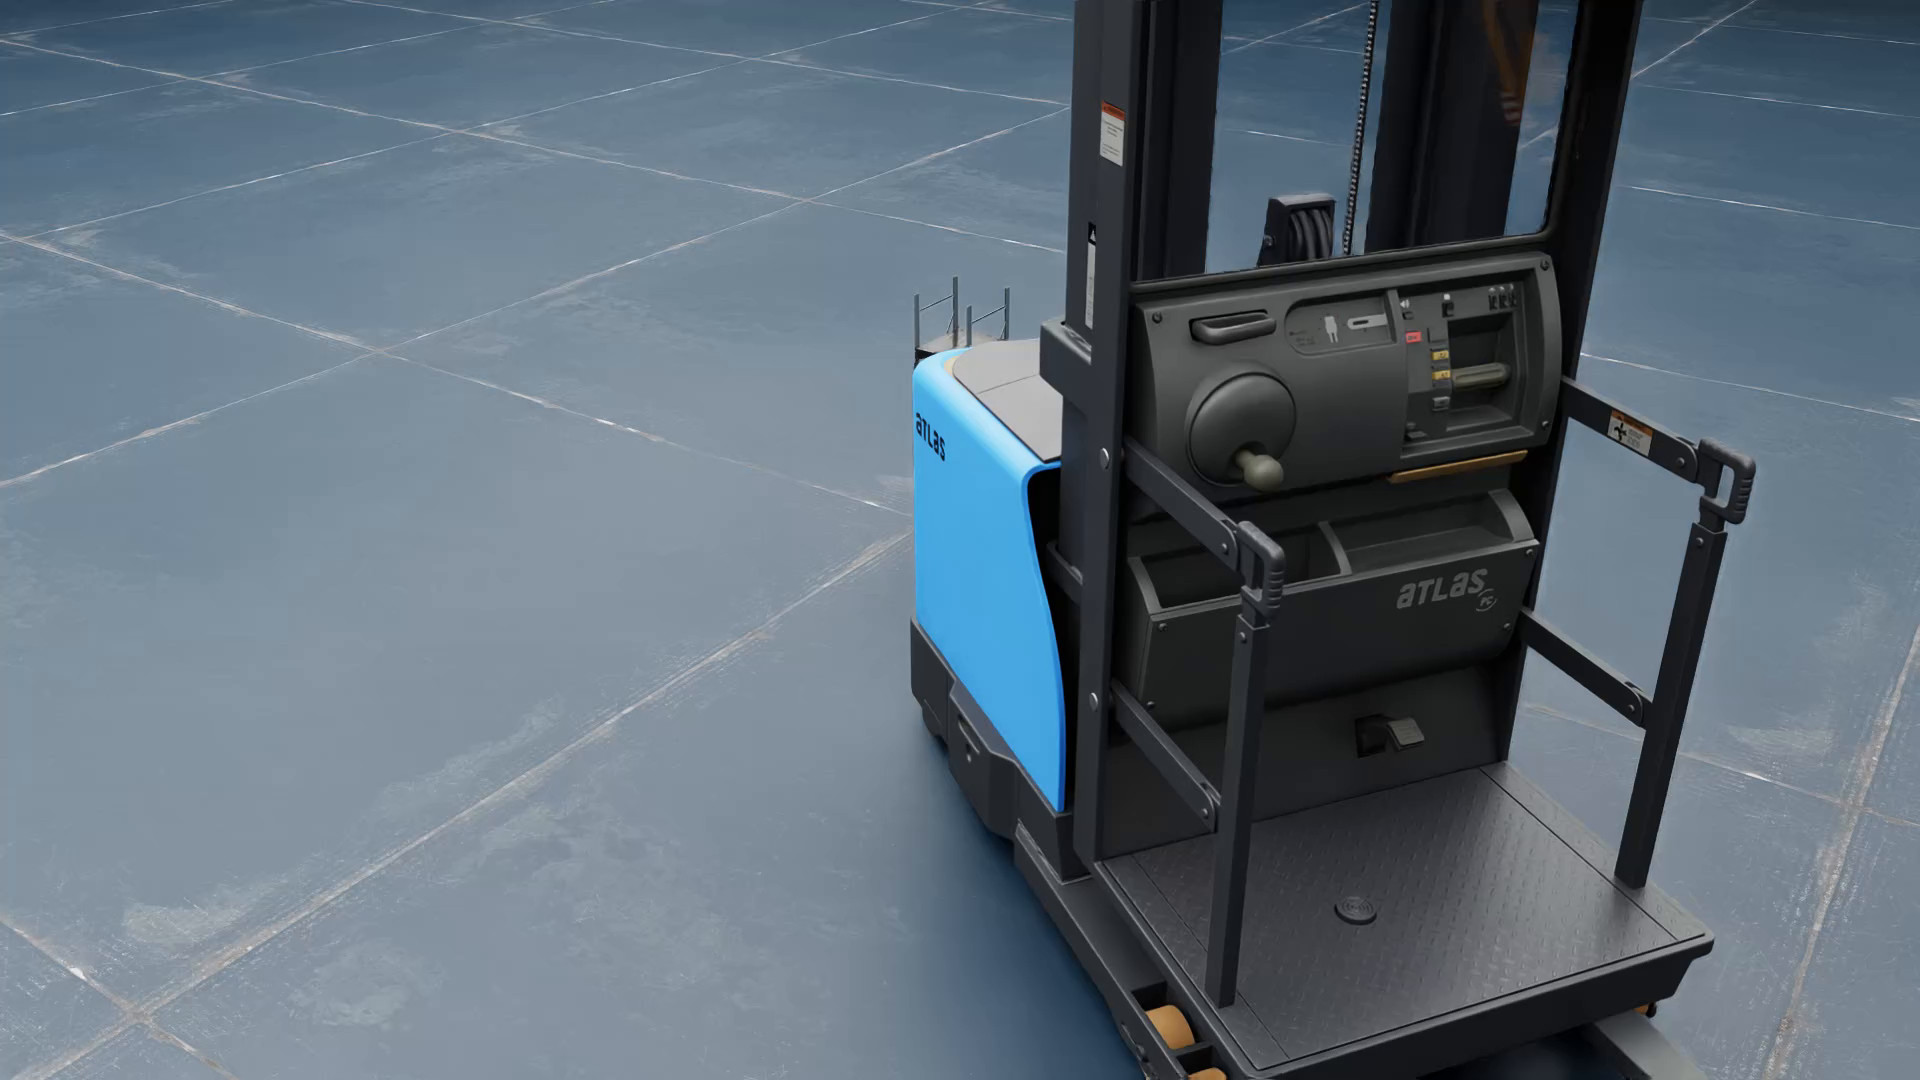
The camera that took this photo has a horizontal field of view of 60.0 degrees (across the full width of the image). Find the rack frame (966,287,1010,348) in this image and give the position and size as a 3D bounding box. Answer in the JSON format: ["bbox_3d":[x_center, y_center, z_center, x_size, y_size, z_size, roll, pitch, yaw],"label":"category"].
[{"bbox_3d":[0.090,-0.373,5.490,0.006,0.900,0.240,17,32,30],"label":"rack frame"}]

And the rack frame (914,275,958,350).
[{"bbox_3d":[-0.077,-0.425,5.593,0.006,0.900,0.240,17,32,30],"label":"rack frame"}]

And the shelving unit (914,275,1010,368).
[{"bbox_3d":[0.007,-0.399,5.542,0.210,0.900,0.258,17,32,30],"label":"shelving unit"}]

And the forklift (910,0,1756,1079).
[{"bbox_3d":[0.865,-0.292,3.093,1.130,2.935,3.031,-10,29,-19],"label":"forklift"}]

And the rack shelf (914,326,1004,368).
[{"bbox_3d":[0.007,-0.610,5.434,0.200,0.077,0.258,17,32,30],"label":"rack shelf"}]
